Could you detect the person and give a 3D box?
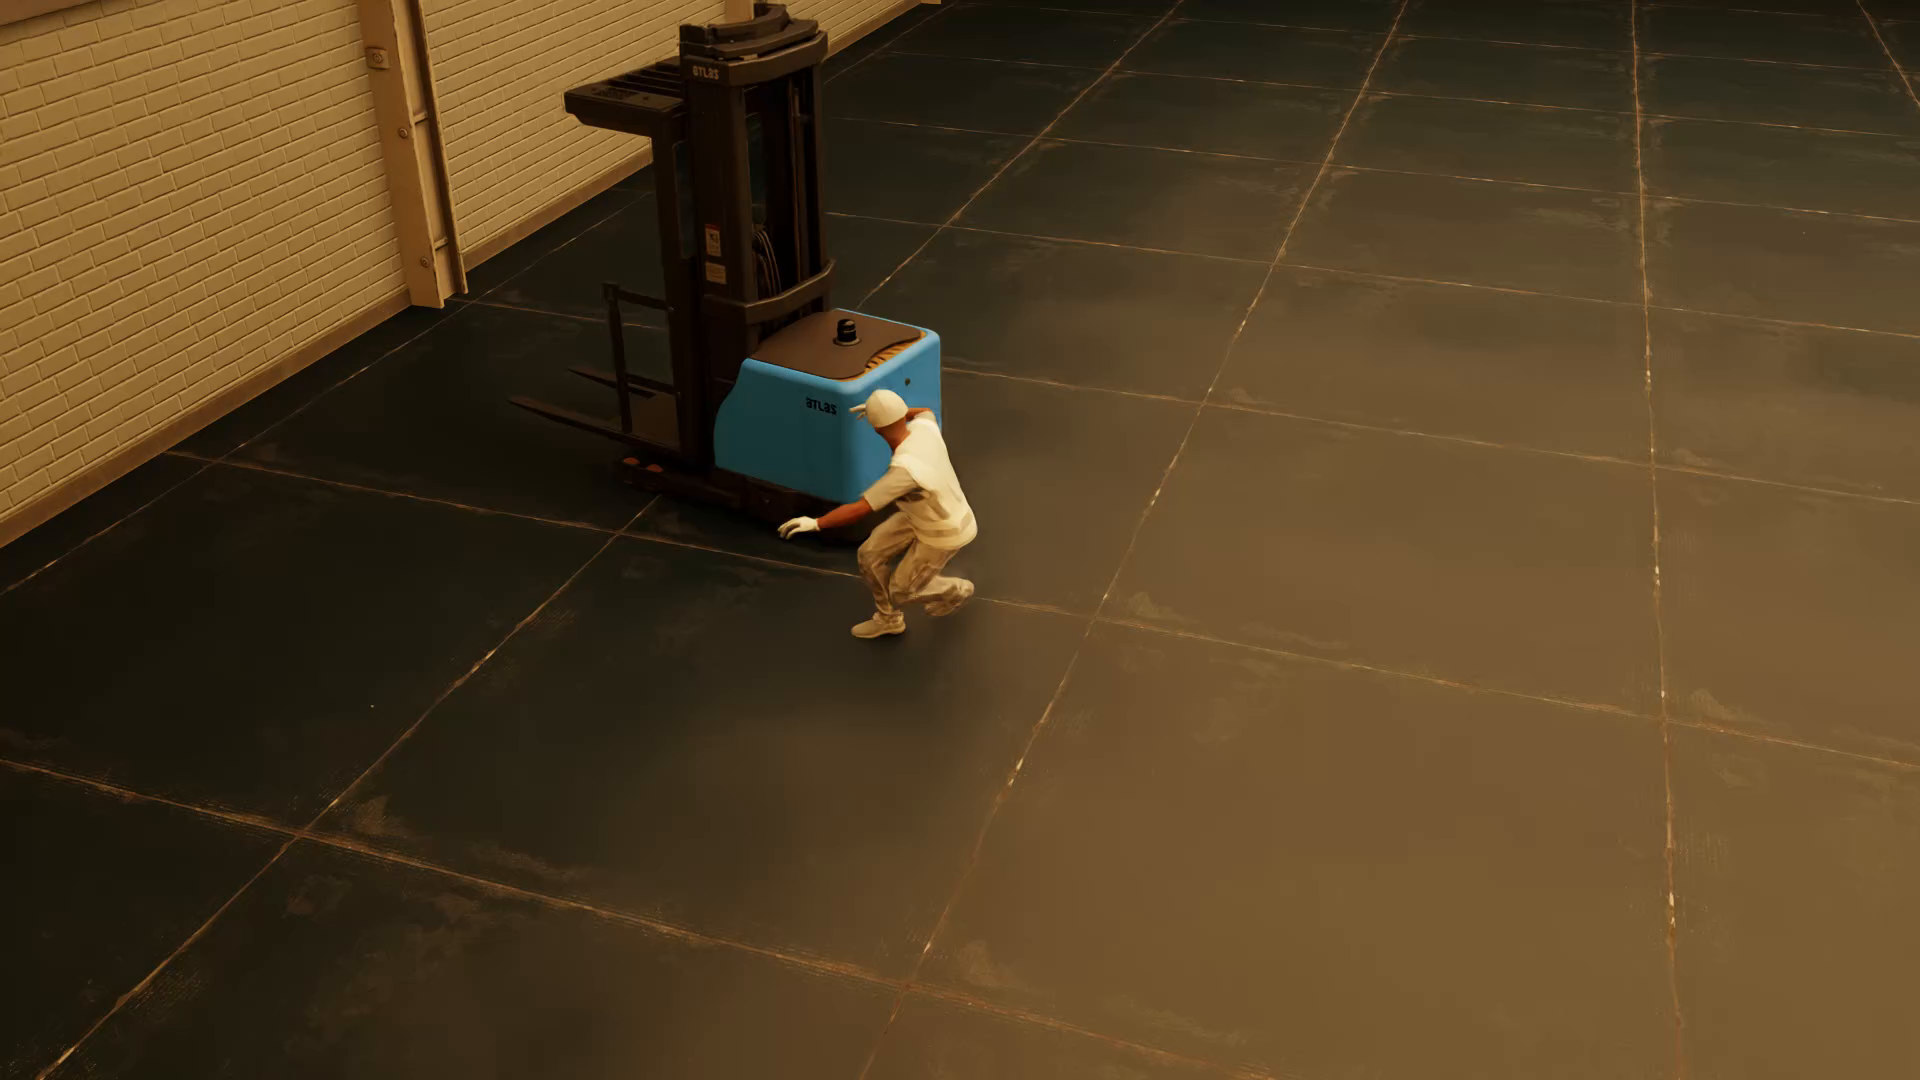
[{"bbox_3d":[-0.459,-0.132,8.838,1.112,1.489,0.841,-8,31,-14],"label":"person"}]

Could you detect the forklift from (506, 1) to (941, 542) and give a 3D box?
[{"bbox_3d":[-1.632,-1.793,10.283,3.031,2.935,1.130,17,34,27],"label":"forklift"}]
